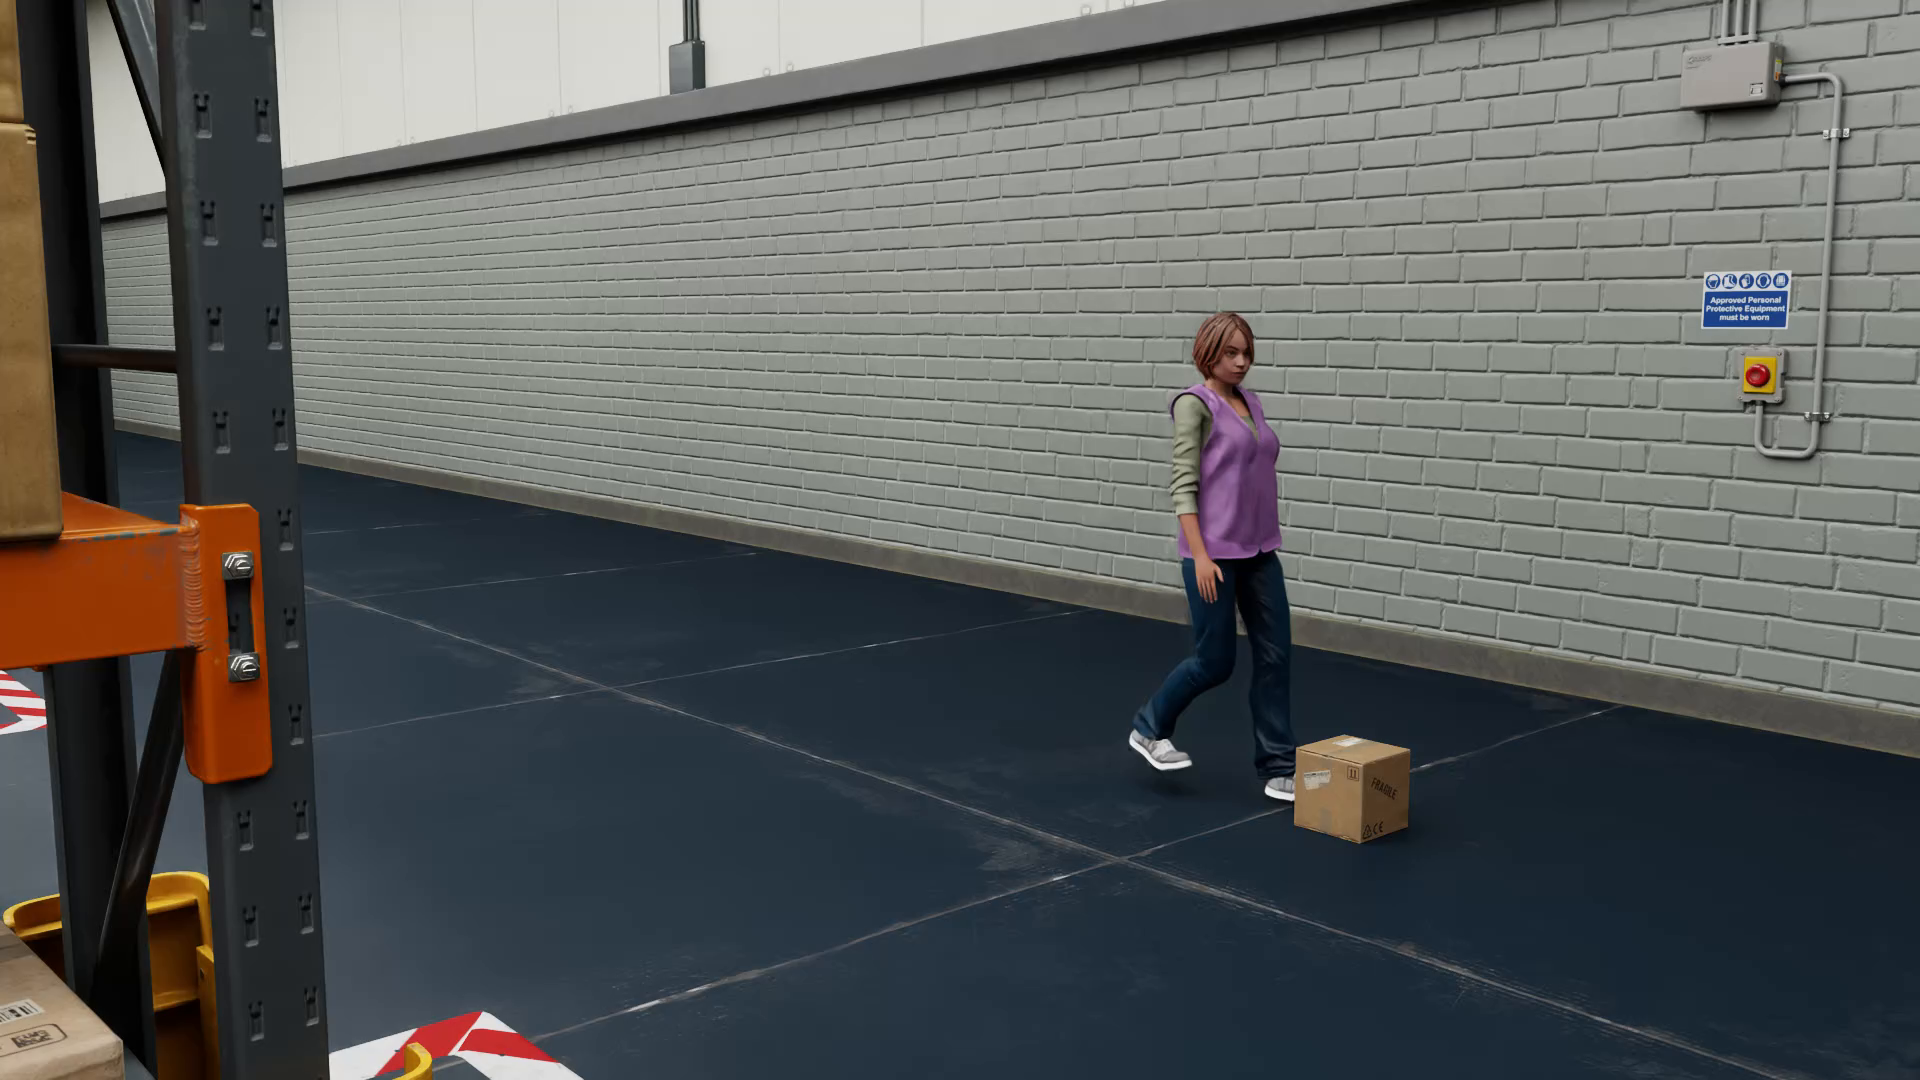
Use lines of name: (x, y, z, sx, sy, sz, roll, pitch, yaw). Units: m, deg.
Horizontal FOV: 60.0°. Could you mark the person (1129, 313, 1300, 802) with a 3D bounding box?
person: (0.888, 0.064, 5.390, 0.435, 1.563, 0.727, -7, 10, -40)
